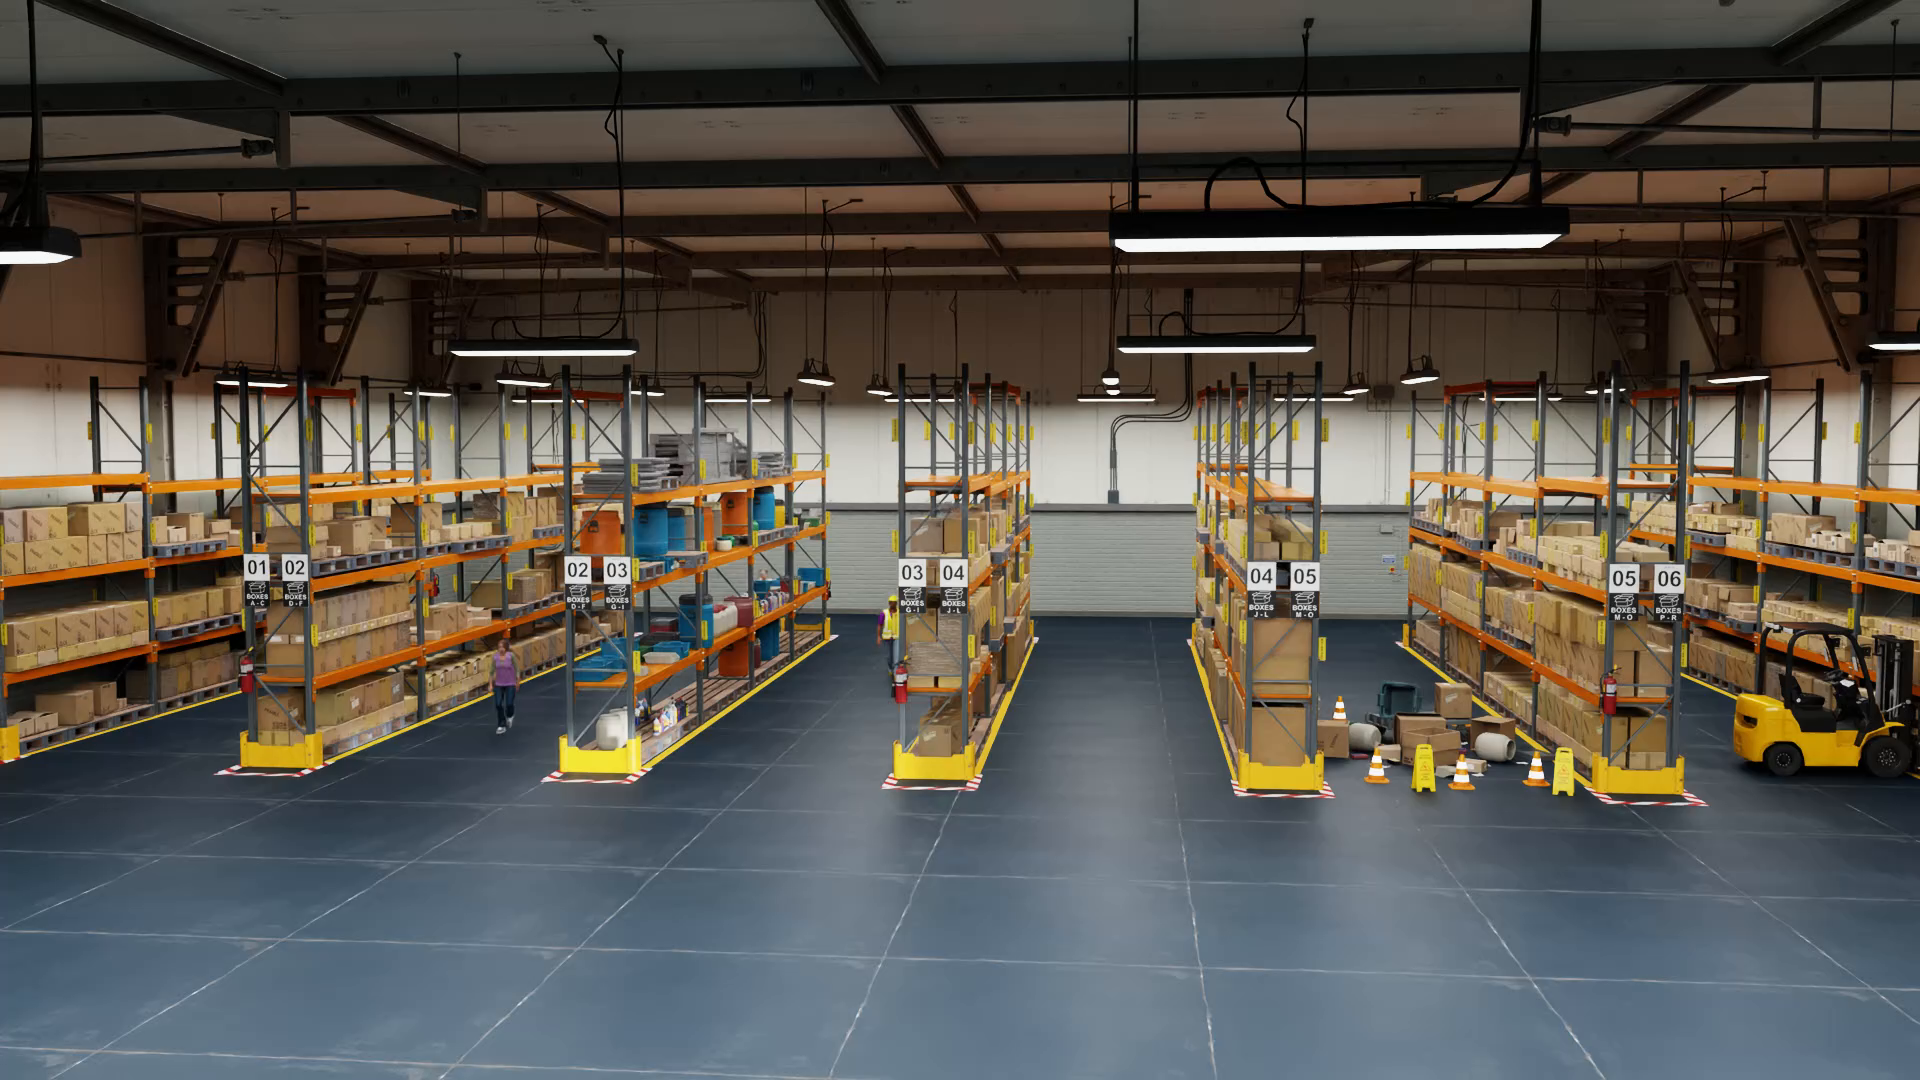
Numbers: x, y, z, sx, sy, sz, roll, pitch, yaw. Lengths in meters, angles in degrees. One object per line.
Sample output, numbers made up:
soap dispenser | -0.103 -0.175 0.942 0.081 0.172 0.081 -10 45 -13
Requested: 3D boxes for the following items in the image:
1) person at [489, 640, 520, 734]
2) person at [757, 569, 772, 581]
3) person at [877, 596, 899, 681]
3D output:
person | -7.630 2.438 27.890 0.501 1.582 0.475 0 4 -1
person | -4.912 1.509 42.063 0.604 1.600 0.701 1 4 17
person | -1.373 1.983 33.623 0.604 1.714 1.093 0 4 3
